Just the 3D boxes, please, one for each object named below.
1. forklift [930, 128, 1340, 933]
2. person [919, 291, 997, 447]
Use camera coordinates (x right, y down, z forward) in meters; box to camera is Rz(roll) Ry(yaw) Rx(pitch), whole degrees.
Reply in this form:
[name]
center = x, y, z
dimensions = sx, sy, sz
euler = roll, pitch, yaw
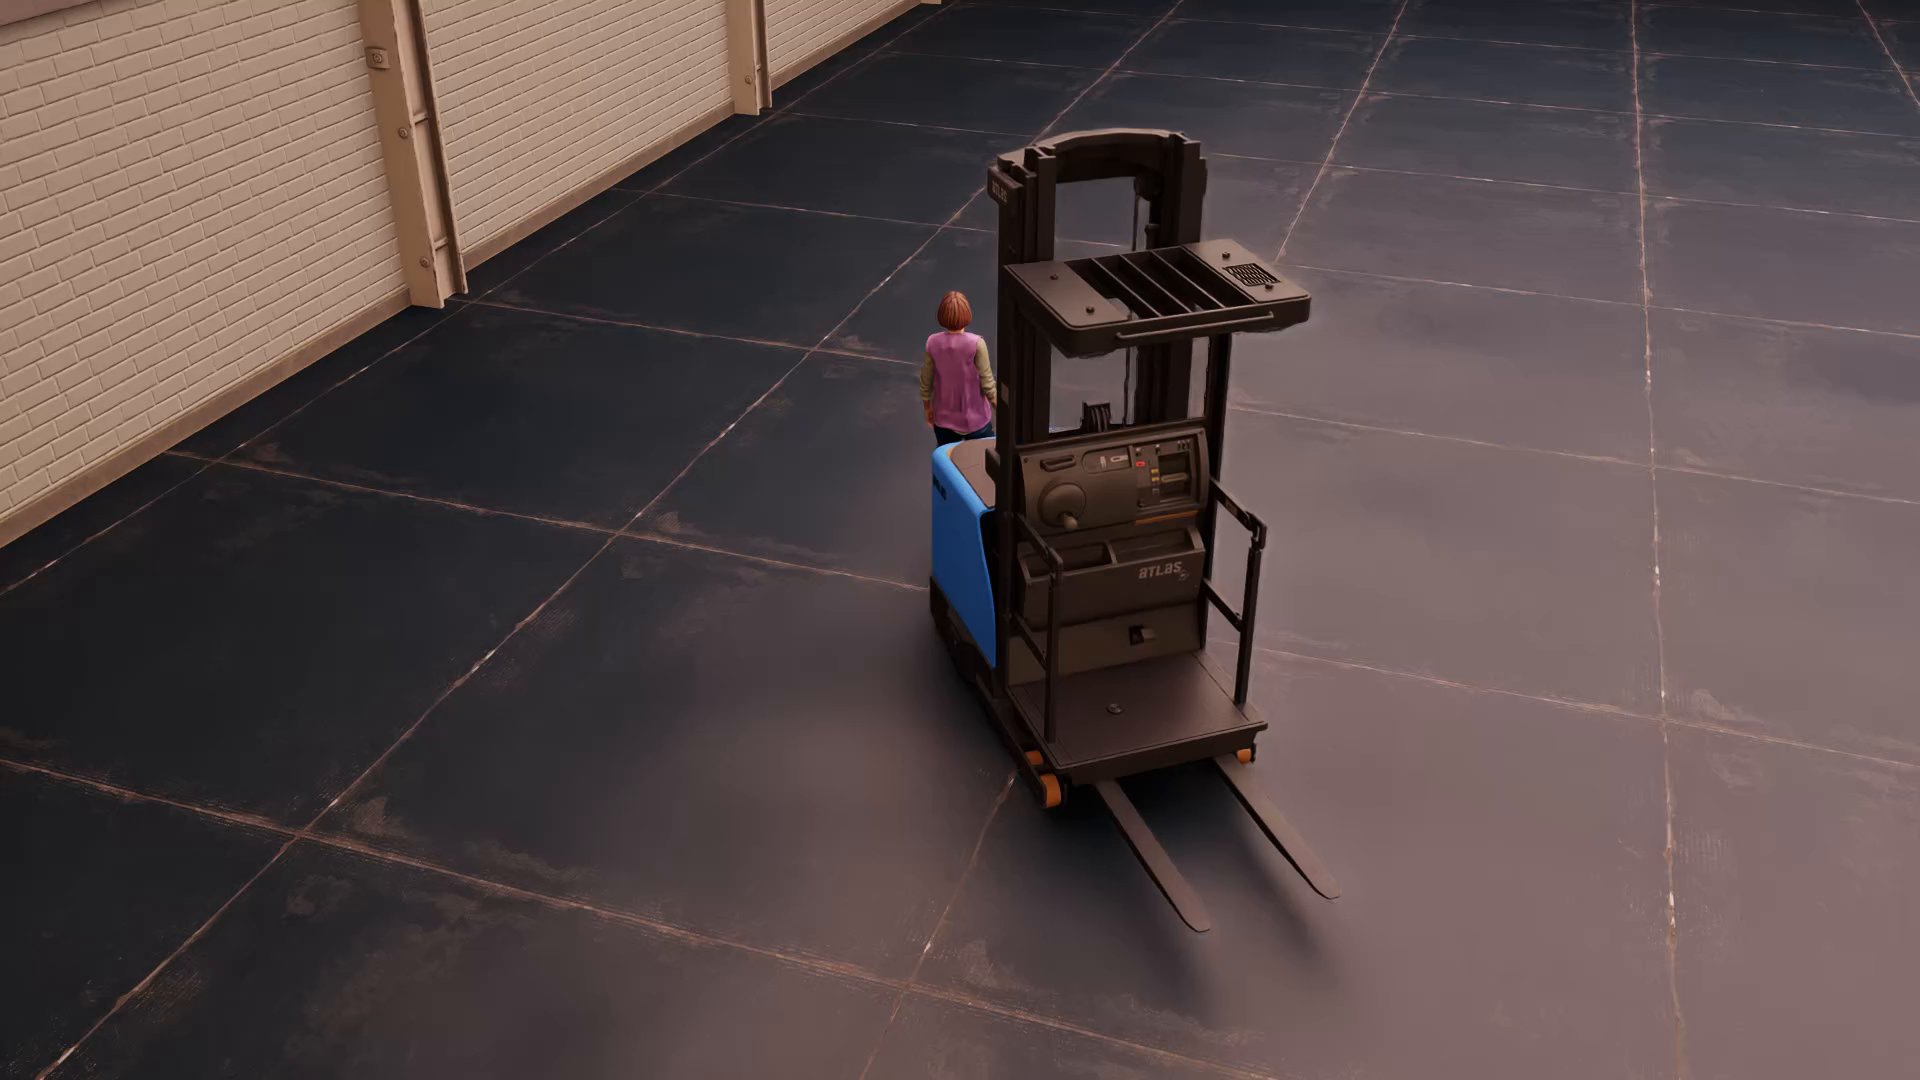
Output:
[forklift]
center = 0.796, -0.232, 7.544
dimensions = 1.130, 2.935, 3.031
euler = -10, 31, -17
[person]
center = 0.041, -0.733, 9.762
dimensions = 0.515, 1.600, 0.466
euler = 10, 31, 17
